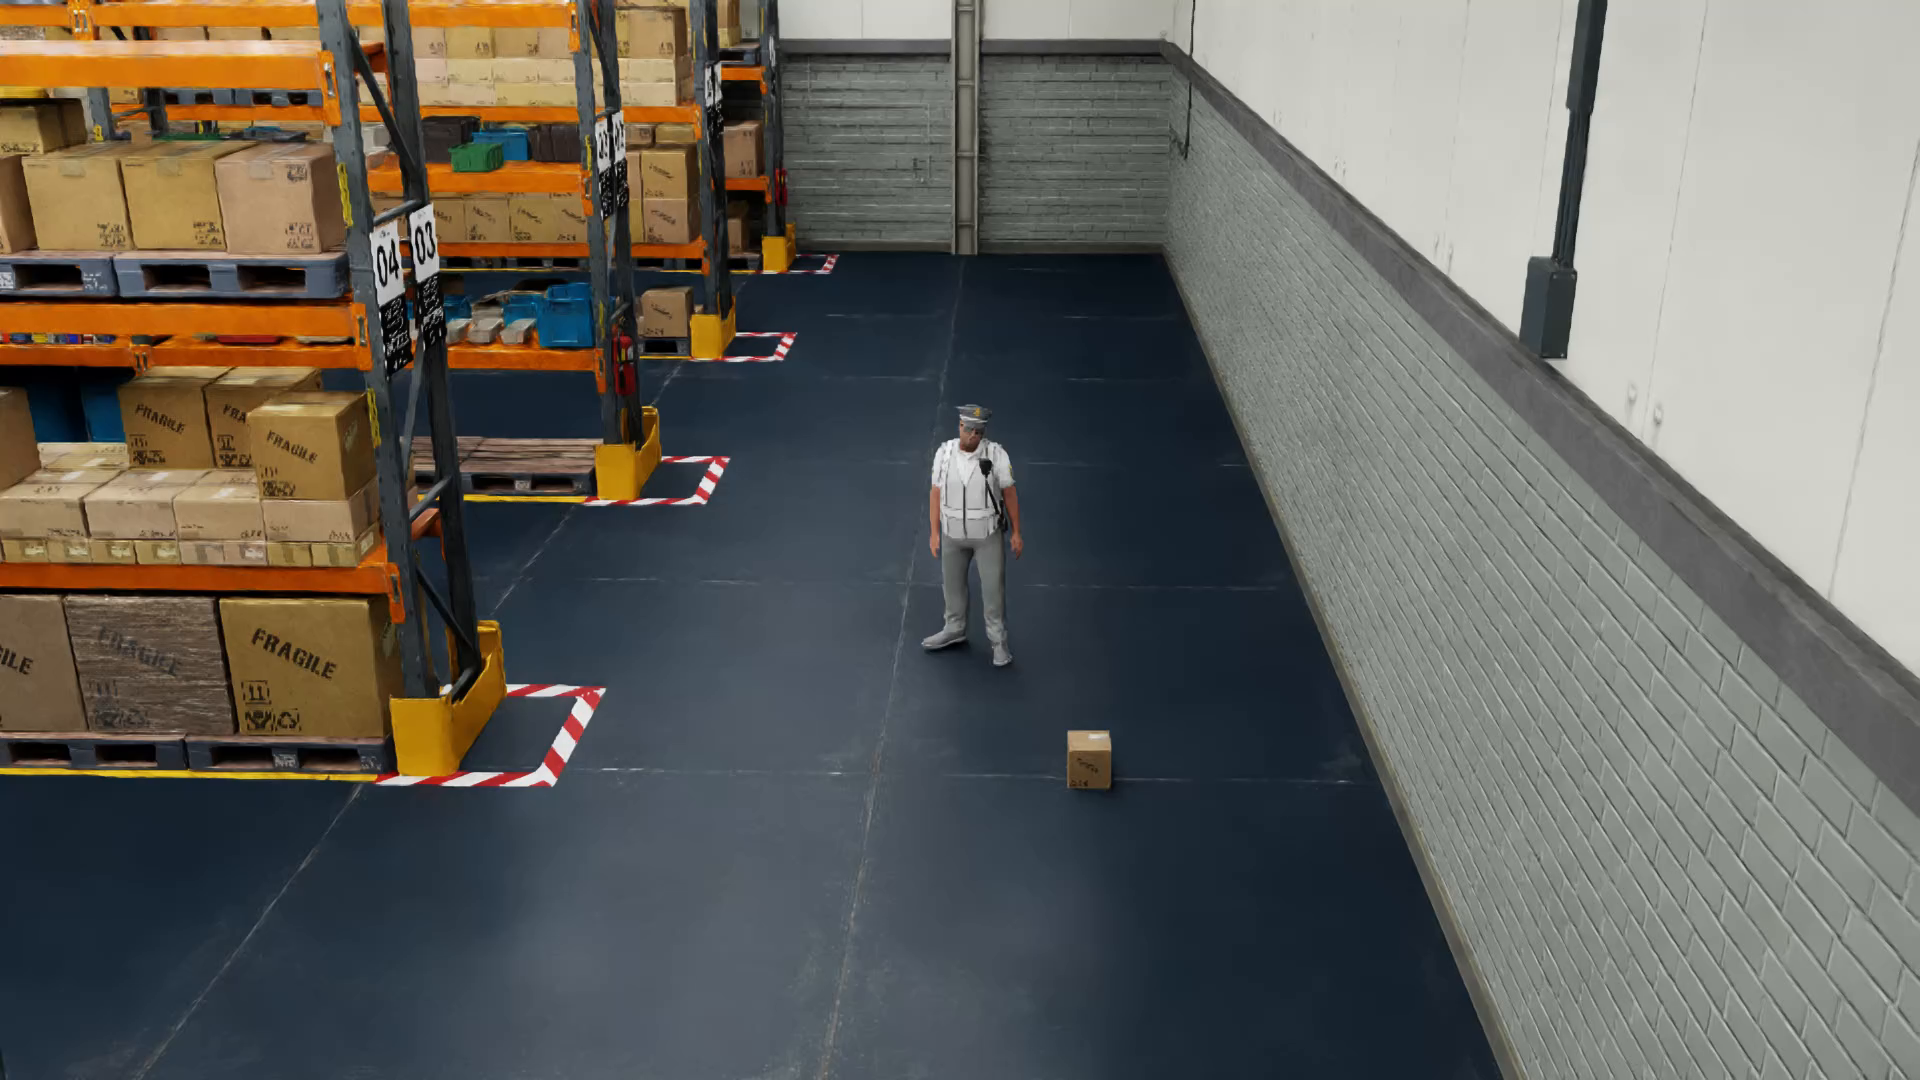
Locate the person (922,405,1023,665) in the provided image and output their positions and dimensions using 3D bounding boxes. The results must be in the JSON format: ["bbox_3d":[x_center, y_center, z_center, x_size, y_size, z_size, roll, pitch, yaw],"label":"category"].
[{"bbox_3d":[0.077,-0.060,11.149,0.690,1.770,0.398,6,21,14],"label":"person"}]
